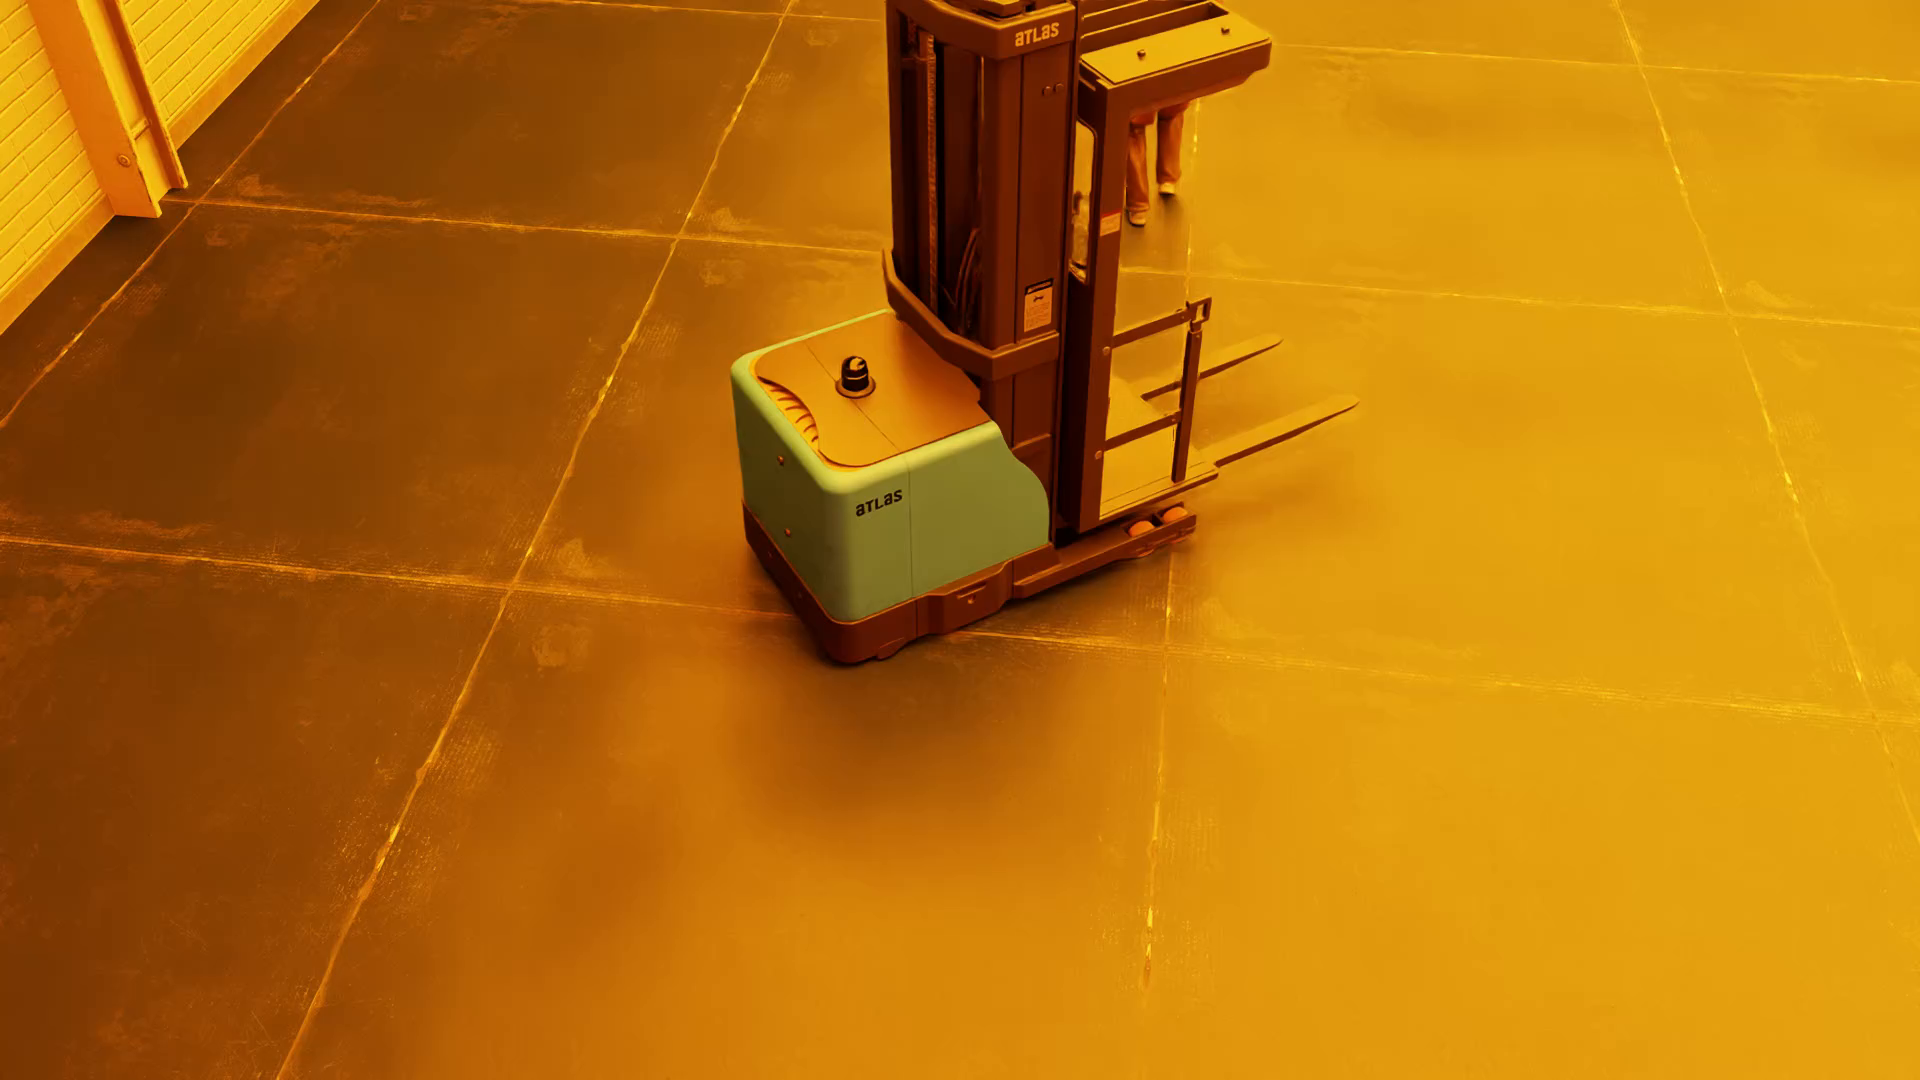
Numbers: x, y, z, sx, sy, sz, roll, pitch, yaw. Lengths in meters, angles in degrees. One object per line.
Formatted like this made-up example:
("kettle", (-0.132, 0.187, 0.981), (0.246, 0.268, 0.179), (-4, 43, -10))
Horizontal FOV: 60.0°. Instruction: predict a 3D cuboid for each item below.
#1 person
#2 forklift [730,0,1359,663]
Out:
("person", (1.112, -2.680, 9.554), (0.994, 1.808, 0.557), (-2, 43, -3))
("forklift", (0.526, -1.290, 7.129), (3.031, 2.935, 1.130), (-22, 47, -22))
